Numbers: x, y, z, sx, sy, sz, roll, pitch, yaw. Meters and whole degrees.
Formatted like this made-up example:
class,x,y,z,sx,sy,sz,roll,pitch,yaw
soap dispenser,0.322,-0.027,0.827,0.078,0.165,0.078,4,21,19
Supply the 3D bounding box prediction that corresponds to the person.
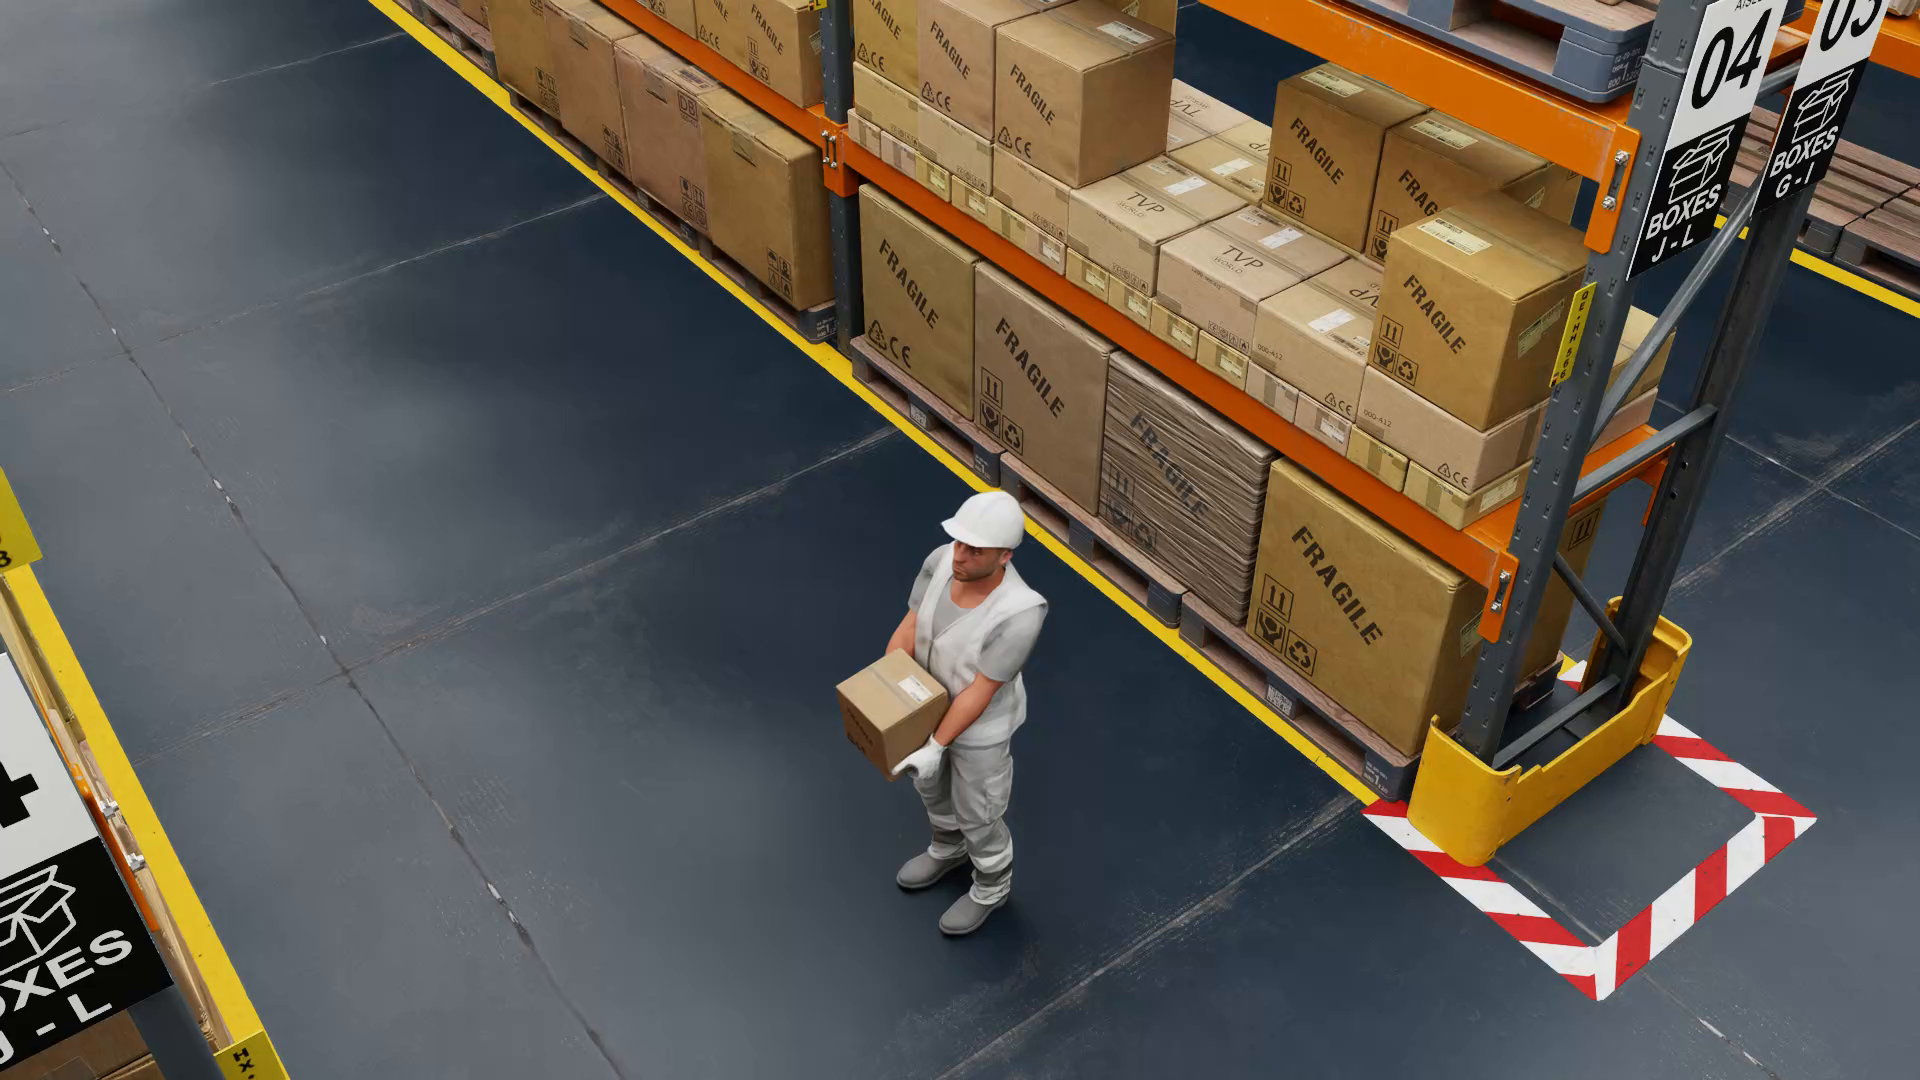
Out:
class,x,y,z,sx,sy,sz,roll,pitch,yaw
person,-0.055,0.617,5.406,0.573,1.782,0.494,-26,46,-28
